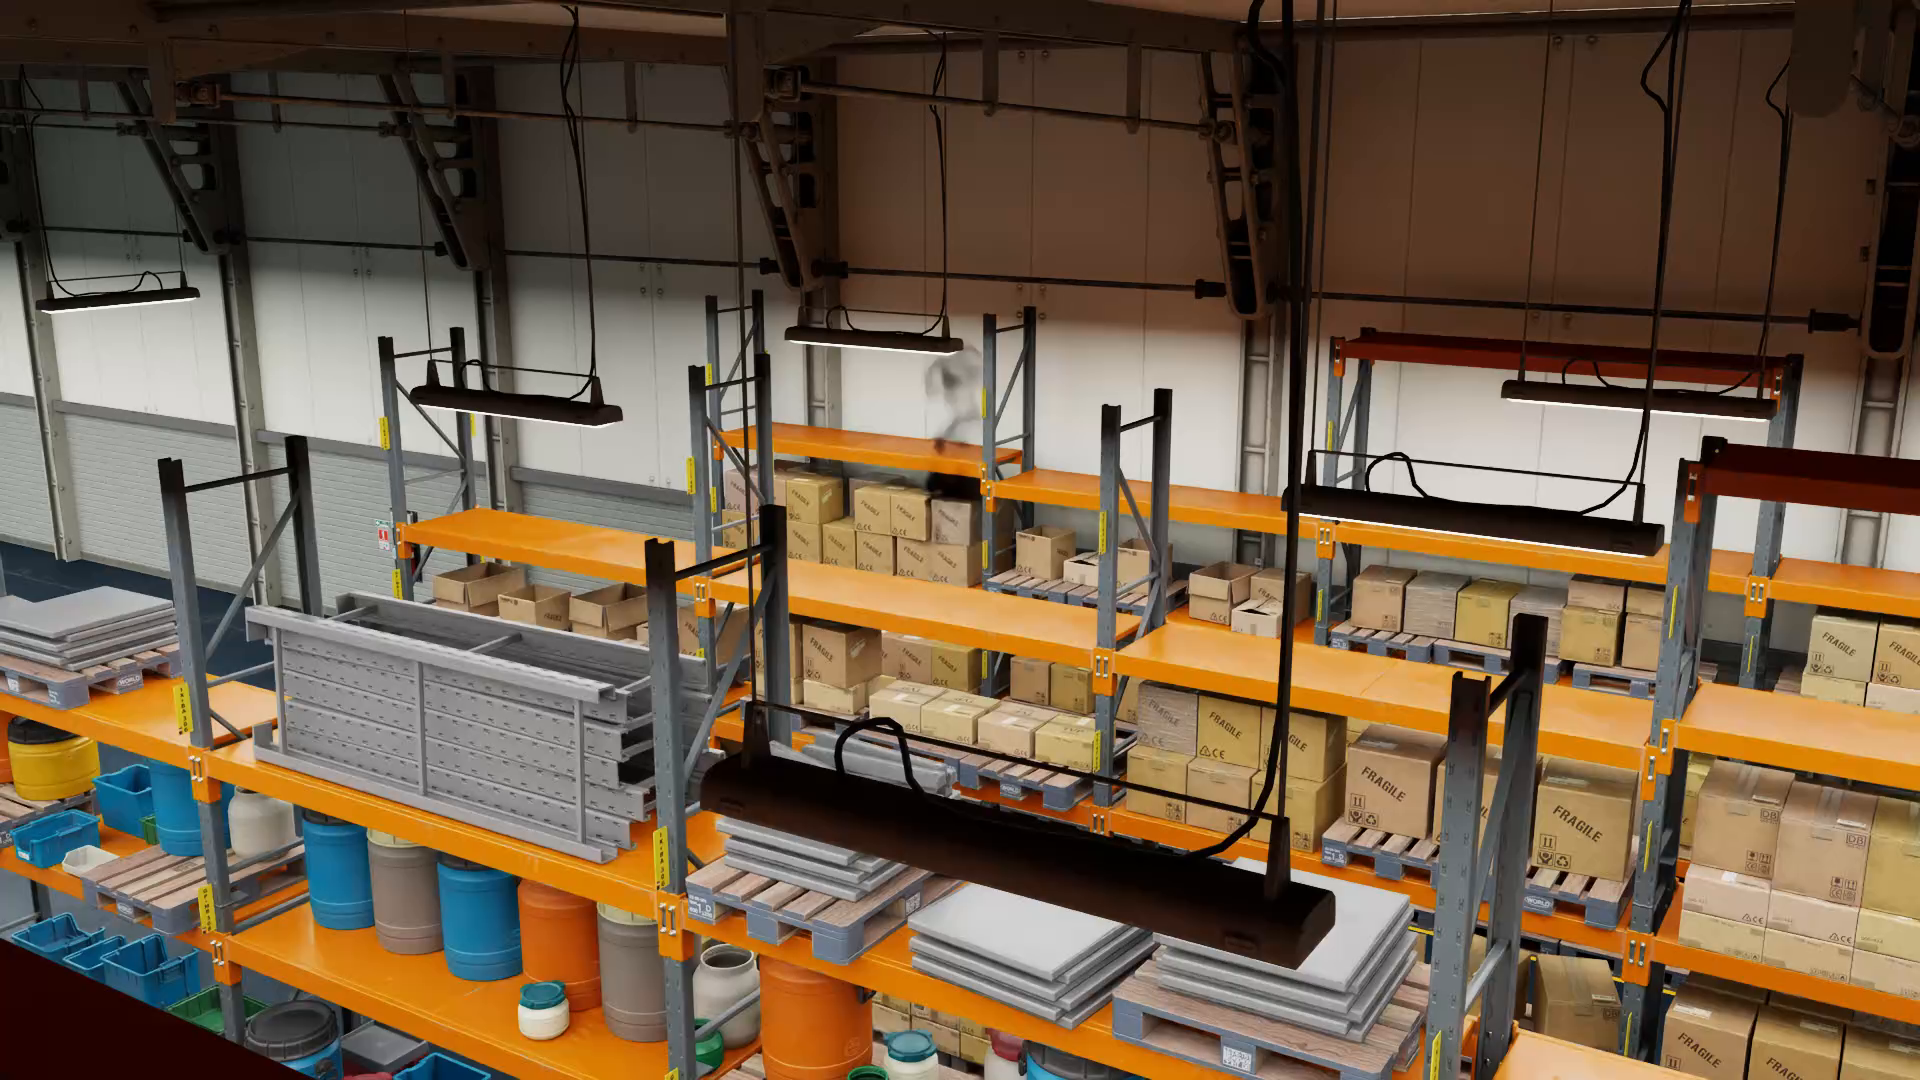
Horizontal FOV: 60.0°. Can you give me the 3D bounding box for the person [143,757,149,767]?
[{"bbox_3d":[-8.379,3.031,17.450,0.729,1.681,0.642,-9,16,-33],"label":"person"}]
